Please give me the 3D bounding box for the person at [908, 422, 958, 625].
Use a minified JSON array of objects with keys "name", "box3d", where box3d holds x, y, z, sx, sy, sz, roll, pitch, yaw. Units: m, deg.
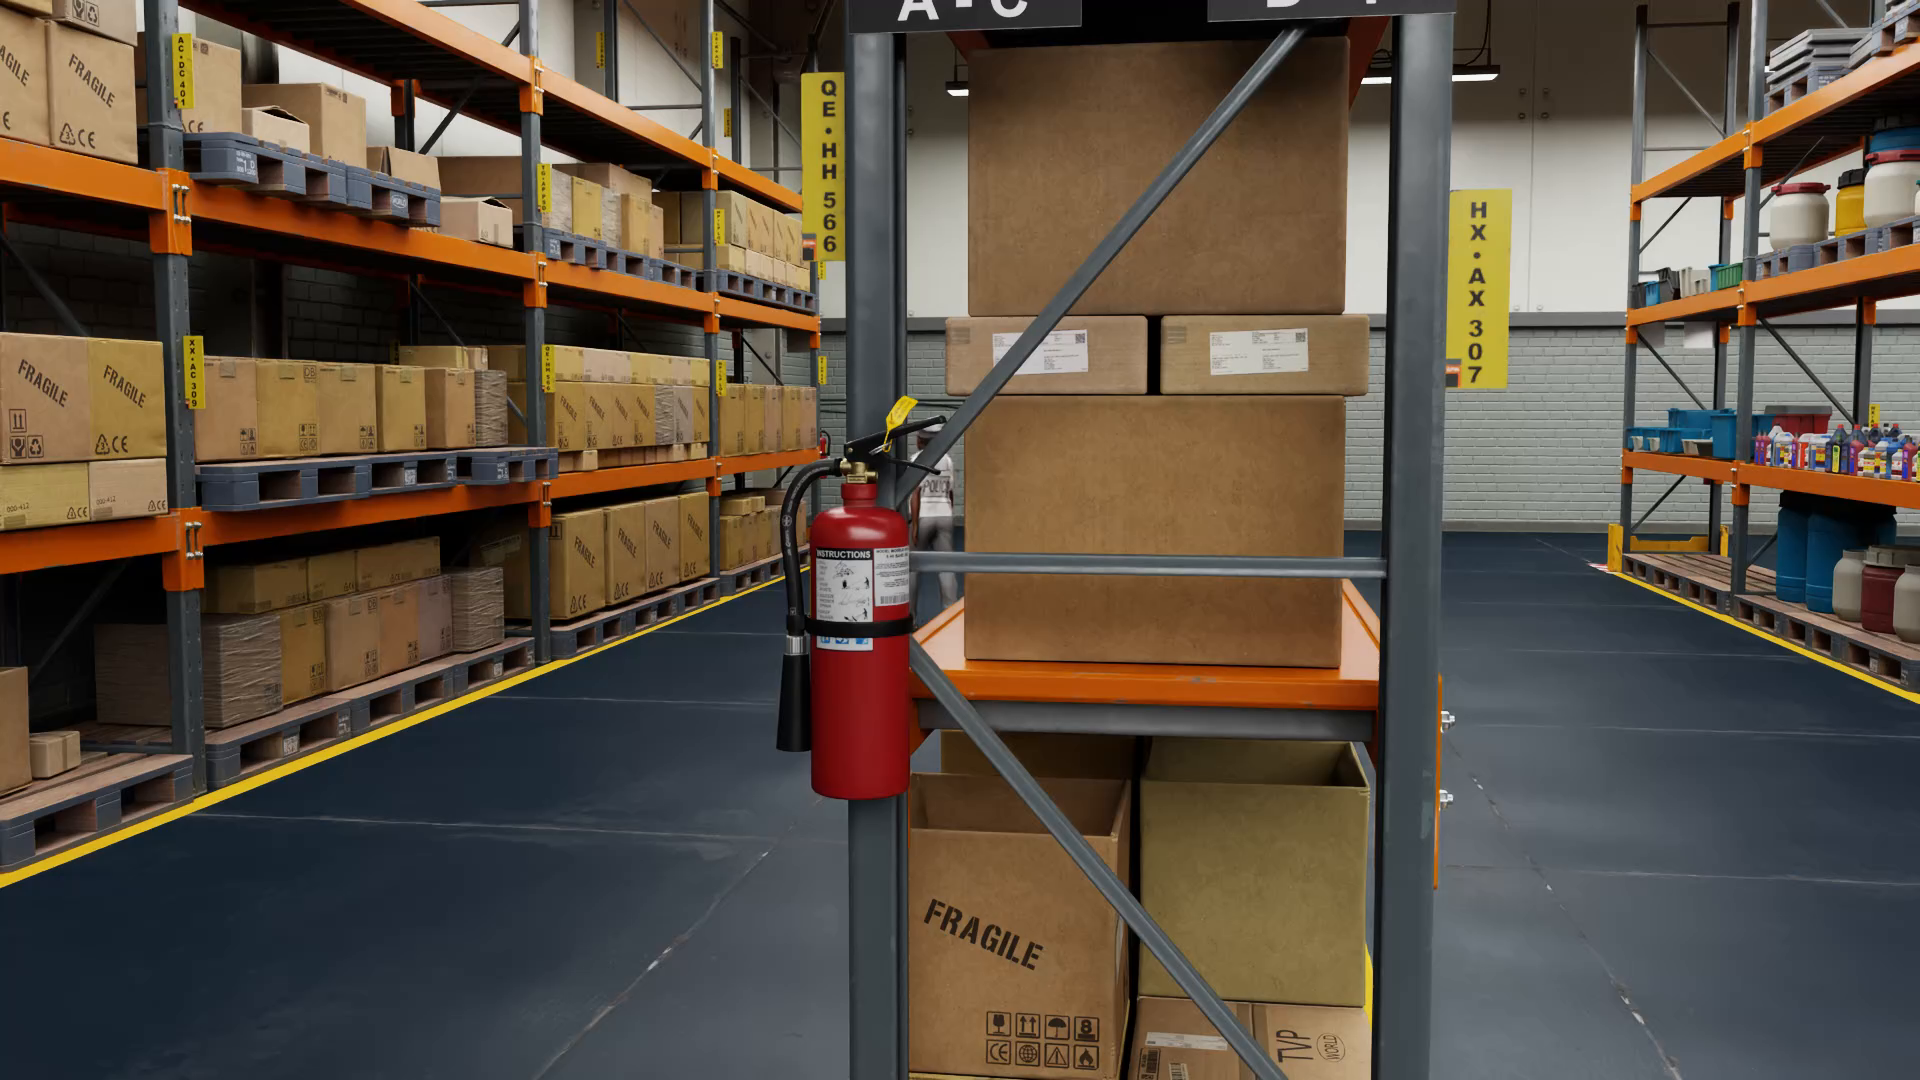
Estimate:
[{"name":"person","box3d":[-0.238,-0.104,13.151,0.469,1.685,0.726,-3,5,-31]}]
